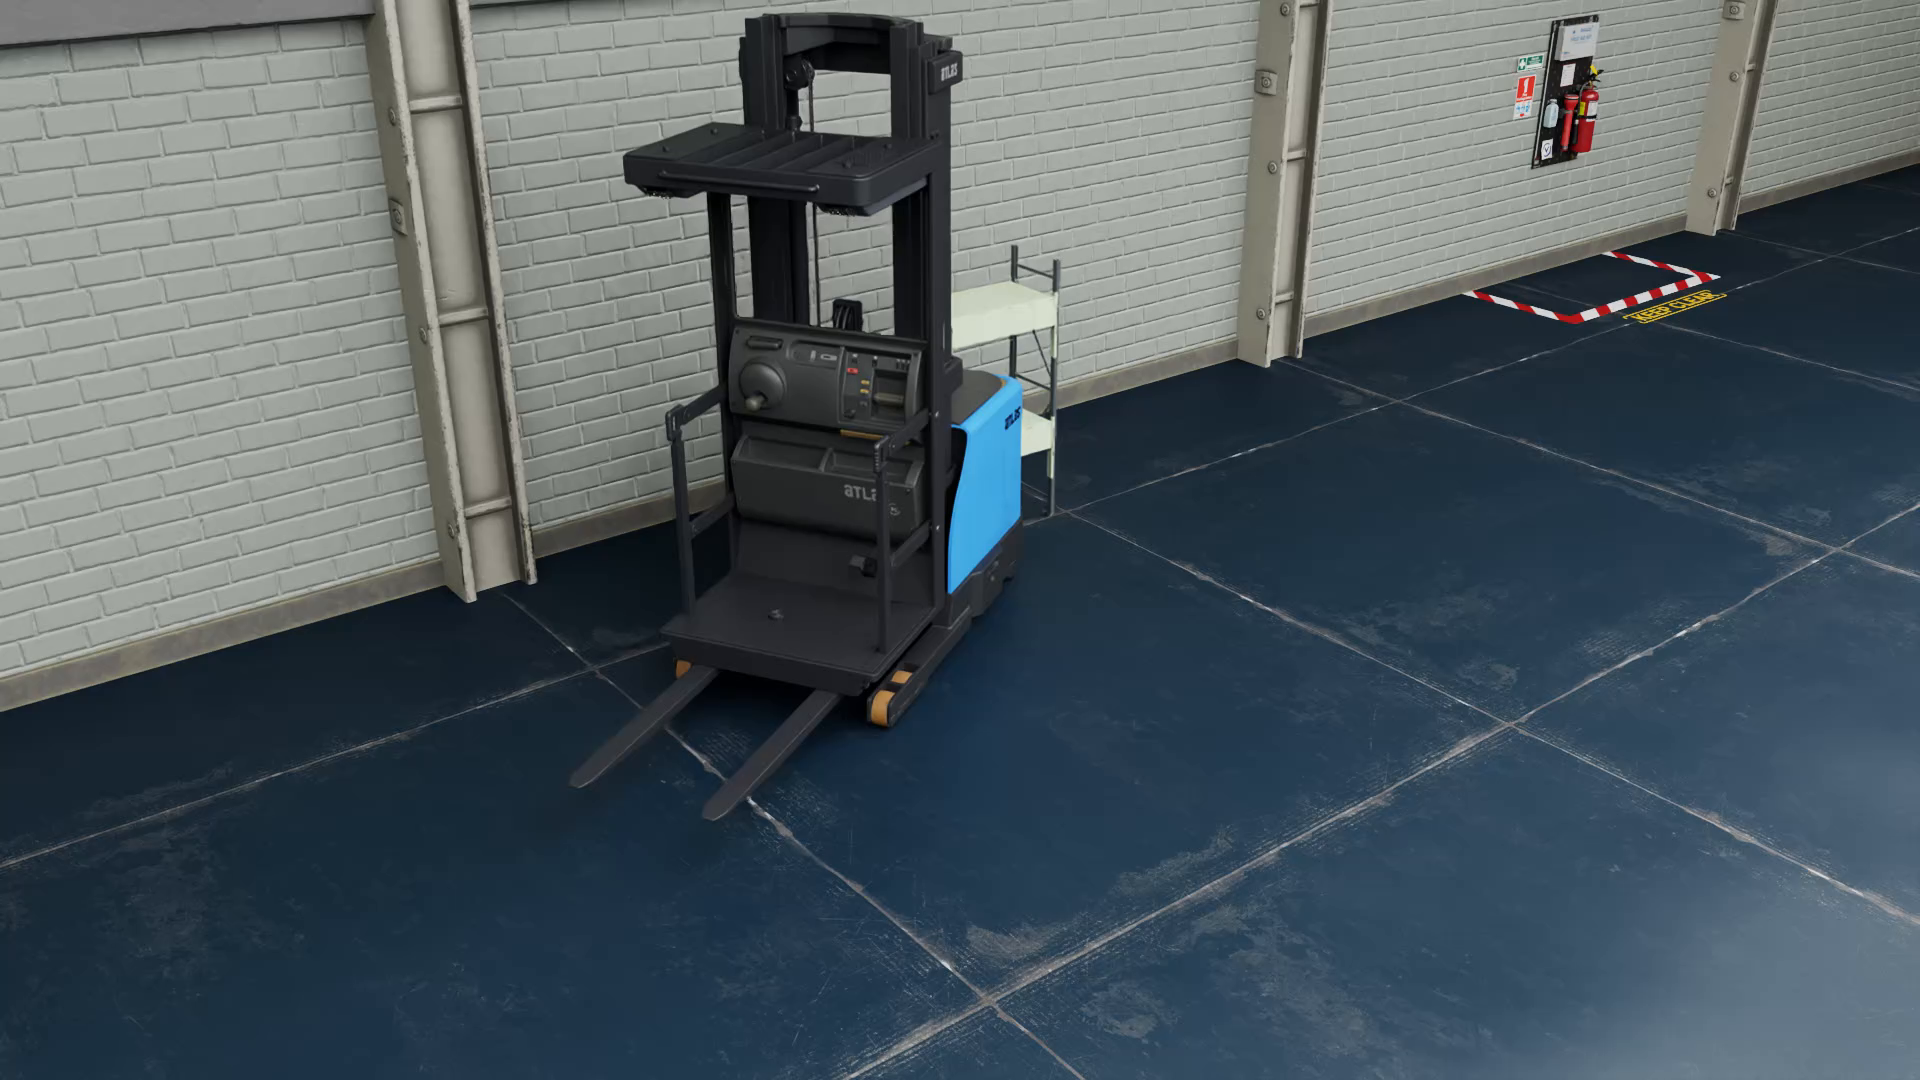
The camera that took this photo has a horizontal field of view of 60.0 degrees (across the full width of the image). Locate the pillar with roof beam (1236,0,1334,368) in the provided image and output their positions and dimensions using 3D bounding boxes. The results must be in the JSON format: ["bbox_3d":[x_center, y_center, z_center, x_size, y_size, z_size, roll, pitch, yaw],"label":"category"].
[{"bbox_3d":[4.903,-3.992,7.162,0.400,9.000,9.100,-18,31,-34],"label":"pillar with roof beam"}]

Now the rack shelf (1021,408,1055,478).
[{"bbox_3d":[0.118,-0.499,9.319,0.720,0.370,0.431,-17,30,-33],"label":"rack shelf"}]

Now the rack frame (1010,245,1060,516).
[{"bbox_3d":[0.411,-0.887,9.380,0.023,1.500,0.400,-17,30,-33],"label":"rack frame"}]

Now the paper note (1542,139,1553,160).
[{"bbox_3d":[4.818,-3.204,13.636,0.142,0.148,0.016,-18,31,-34],"label":"paper note"}]

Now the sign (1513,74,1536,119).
[{"bbox_3d":[4.501,-3.533,13.257,0.234,0.329,0.001,-18,31,-34],"label":"sign"}]

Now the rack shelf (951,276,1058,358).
[{"bbox_3d":[0.118,-1.149,9.017,0.720,0.370,0.431,-17,30,-33],"label":"rack shelf"}]

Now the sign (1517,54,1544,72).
[{"bbox_3d":[4.510,-3.772,13.142,0.331,0.109,0.001,-18,31,-34],"label":"sign"}]

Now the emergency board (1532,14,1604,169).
[{"bbox_3d":[5.000,-3.626,13.500,0.643,1.169,0.194,-18,31,-34],"label":"emergency board"}]

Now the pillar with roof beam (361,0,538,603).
[{"bbox_3d":[0.181,-2.433,3.804,0.400,9.000,9.100,-18,31,-34],"label":"pillar with roof beam"}]

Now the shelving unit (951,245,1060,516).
[{"bbox_3d":[0.118,-0.795,9.182,0.755,1.500,0.431,-17,30,-33],"label":"shelving unit"}]

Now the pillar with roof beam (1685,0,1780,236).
[{"bbox_3d":[9.624,-5.551,10.520,0.400,9.000,9.100,-18,31,-34],"label":"pillar with roof beam"}]

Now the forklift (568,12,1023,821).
[{"bbox_3d":[-0.688,-0.691,7.258,1.130,2.935,3.031,10,27,20],"label":"forklift"}]
